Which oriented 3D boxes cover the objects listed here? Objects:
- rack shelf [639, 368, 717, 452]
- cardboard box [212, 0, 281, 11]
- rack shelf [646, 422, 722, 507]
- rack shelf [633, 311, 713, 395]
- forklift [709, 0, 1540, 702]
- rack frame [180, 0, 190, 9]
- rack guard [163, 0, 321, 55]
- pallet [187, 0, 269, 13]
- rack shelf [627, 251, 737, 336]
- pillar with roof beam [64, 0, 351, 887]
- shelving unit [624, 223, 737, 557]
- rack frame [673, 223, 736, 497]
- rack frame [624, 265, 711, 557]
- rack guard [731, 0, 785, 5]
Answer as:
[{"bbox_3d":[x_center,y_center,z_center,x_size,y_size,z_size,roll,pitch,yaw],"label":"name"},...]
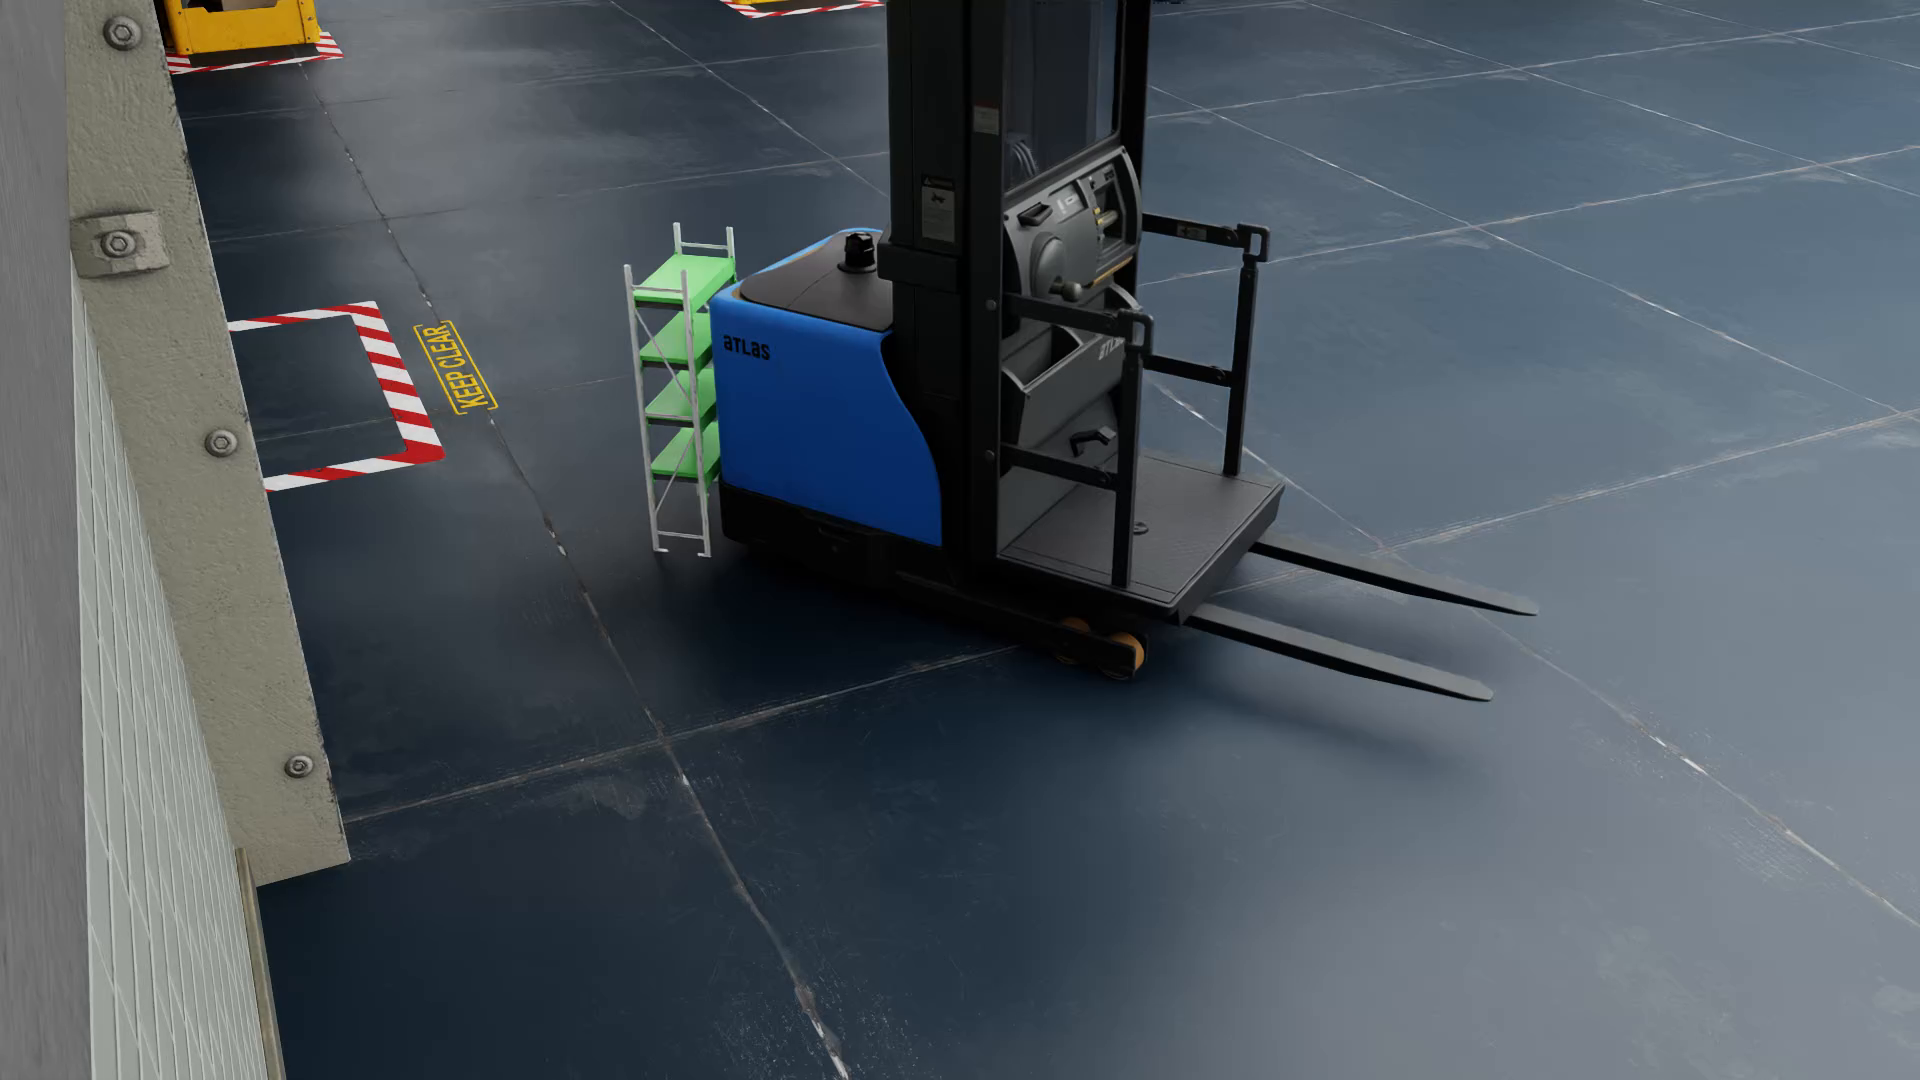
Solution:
[{"bbox_3d":[-1.058,-0.531,6.600,0.258,0.148,0.480,6,30,11],"label":"rack shelf"},{"bbox_3d":[-6.350,-4.911,14.741,0.500,0.311,0.500,-17,33,-28],"label":"cardboard box"},{"bbox_3d":[-1.058,-0.321,6.718,0.258,0.148,0.480,6,30,11],"label":"rack shelf"},{"bbox_3d":[-1.058,-0.740,6.483,0.258,0.148,0.480,6,30,11],"label":"rack shelf"},{"bbox_3d":[0.578,-1.083,5.684,3.031,2.935,1.130,16,33,26],"label":"forklift"},{"bbox_3d":[-6.134,-5.568,13.612,1.000,3.000,0.127,-13,32,-22],"label":"rack frame"},{"bbox_3d":[-6.167,-4.511,14.283,1.175,0.500,0.348,-13,32,-22],"label":"rack guard"},{"bbox_3d":[-6.483,-4.751,15.007,1.003,0.211,1.213,-13,32,-22],"label":"pallet"},{"bbox_3d":[-1.058,-0.949,6.366,0.258,0.148,0.480,6,30,11],"label":"rack shelf"},{"bbox_3d":[1.824,-3.915,4.531,9.100,9.000,0.400,-13,32,-22],"label":"pillar with roof beam"},{"bbox_3d":[-1.058,-0.587,6.569,0.258,1.200,0.503,6,30,11],"label":"shelving unit"},{"bbox_3d":[-1.003,-0.703,6.777,0.240,1.200,0.015,6,30,11],"label":"rack frame"},{"bbox_3d":[-1.112,-0.470,6.362,0.240,1.200,0.015,6,30,11],"label":"rack frame"},{"bbox_3d":[-1.651,-5.509,16.062,1.175,0.500,0.348,-13,32,-22],"label":"rack guard"}]
